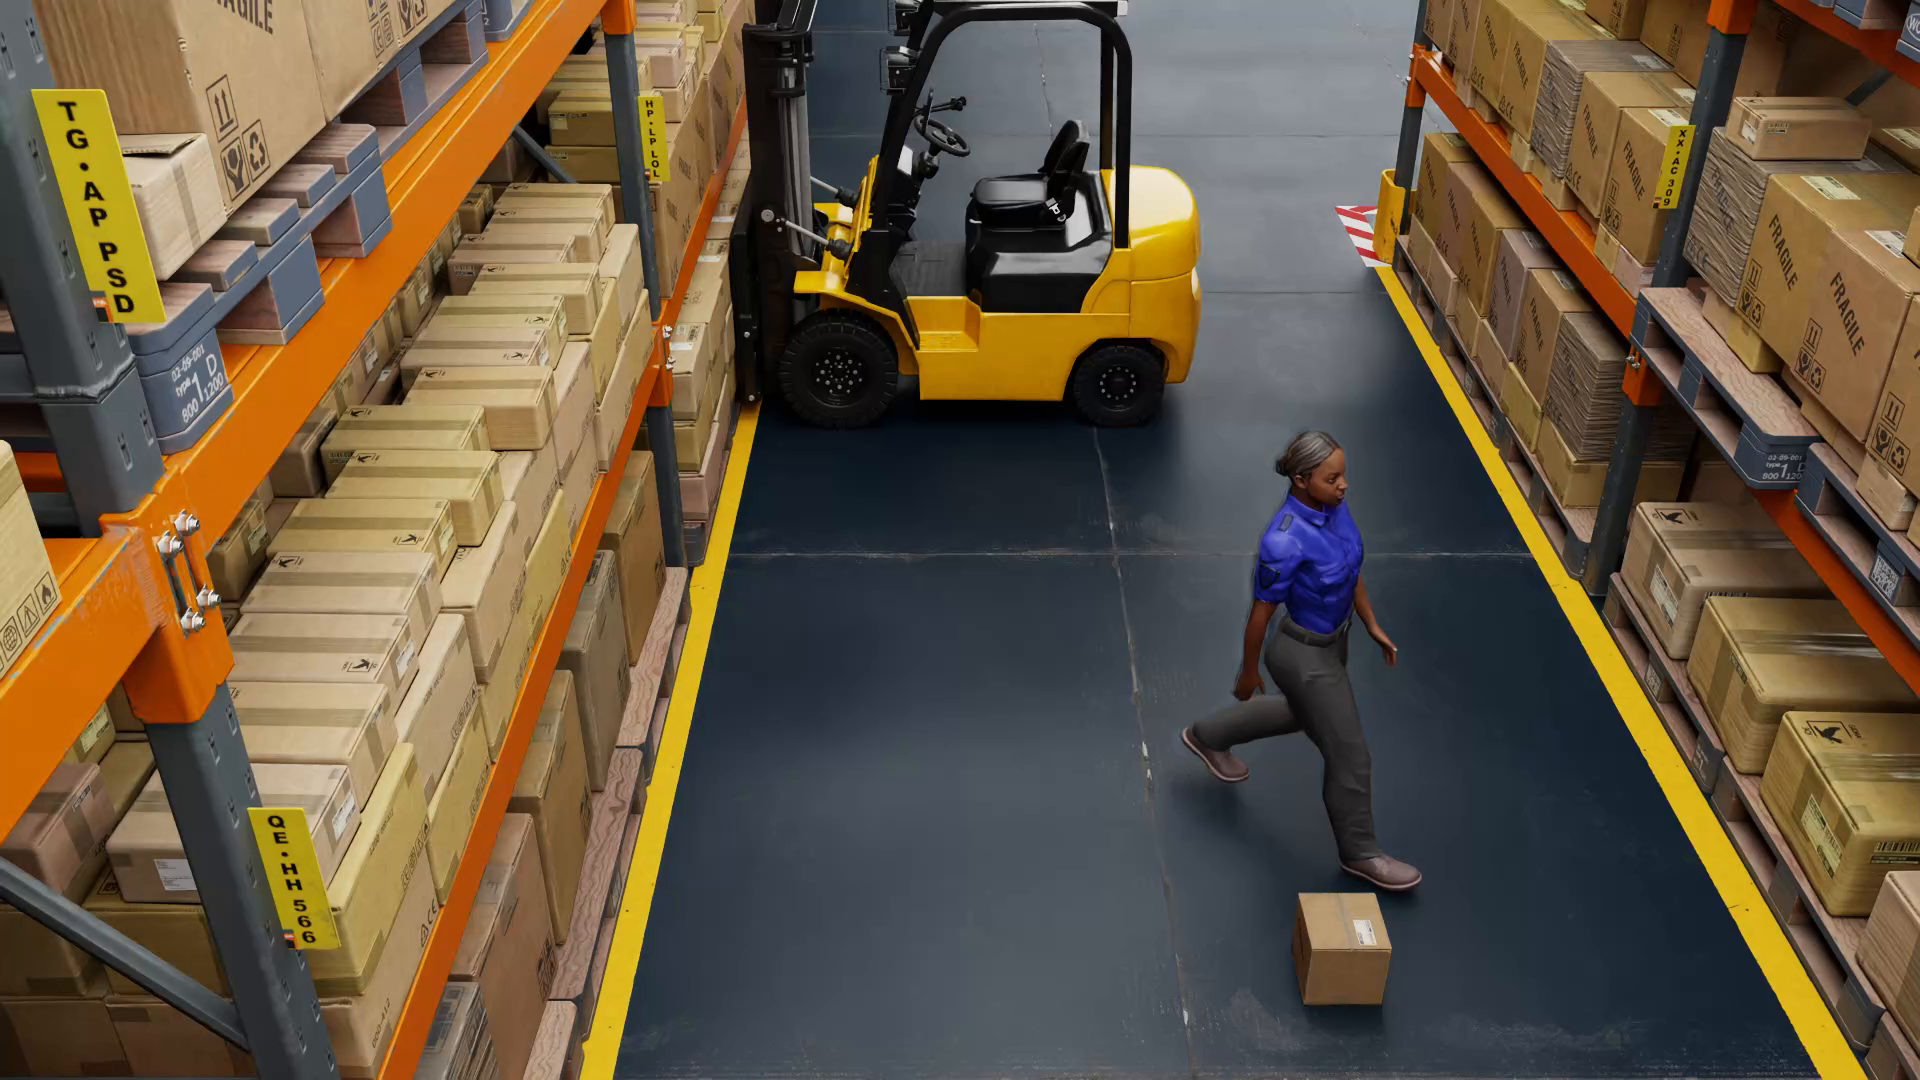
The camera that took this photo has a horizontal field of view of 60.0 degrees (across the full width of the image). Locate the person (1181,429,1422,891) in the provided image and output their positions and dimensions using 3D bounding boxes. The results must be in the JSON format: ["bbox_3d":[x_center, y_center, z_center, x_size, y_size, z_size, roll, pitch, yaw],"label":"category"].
[{"bbox_3d":[1.203,0.359,5.579,0.977,1.601,0.449,16,35,24],"label":"person"}]
